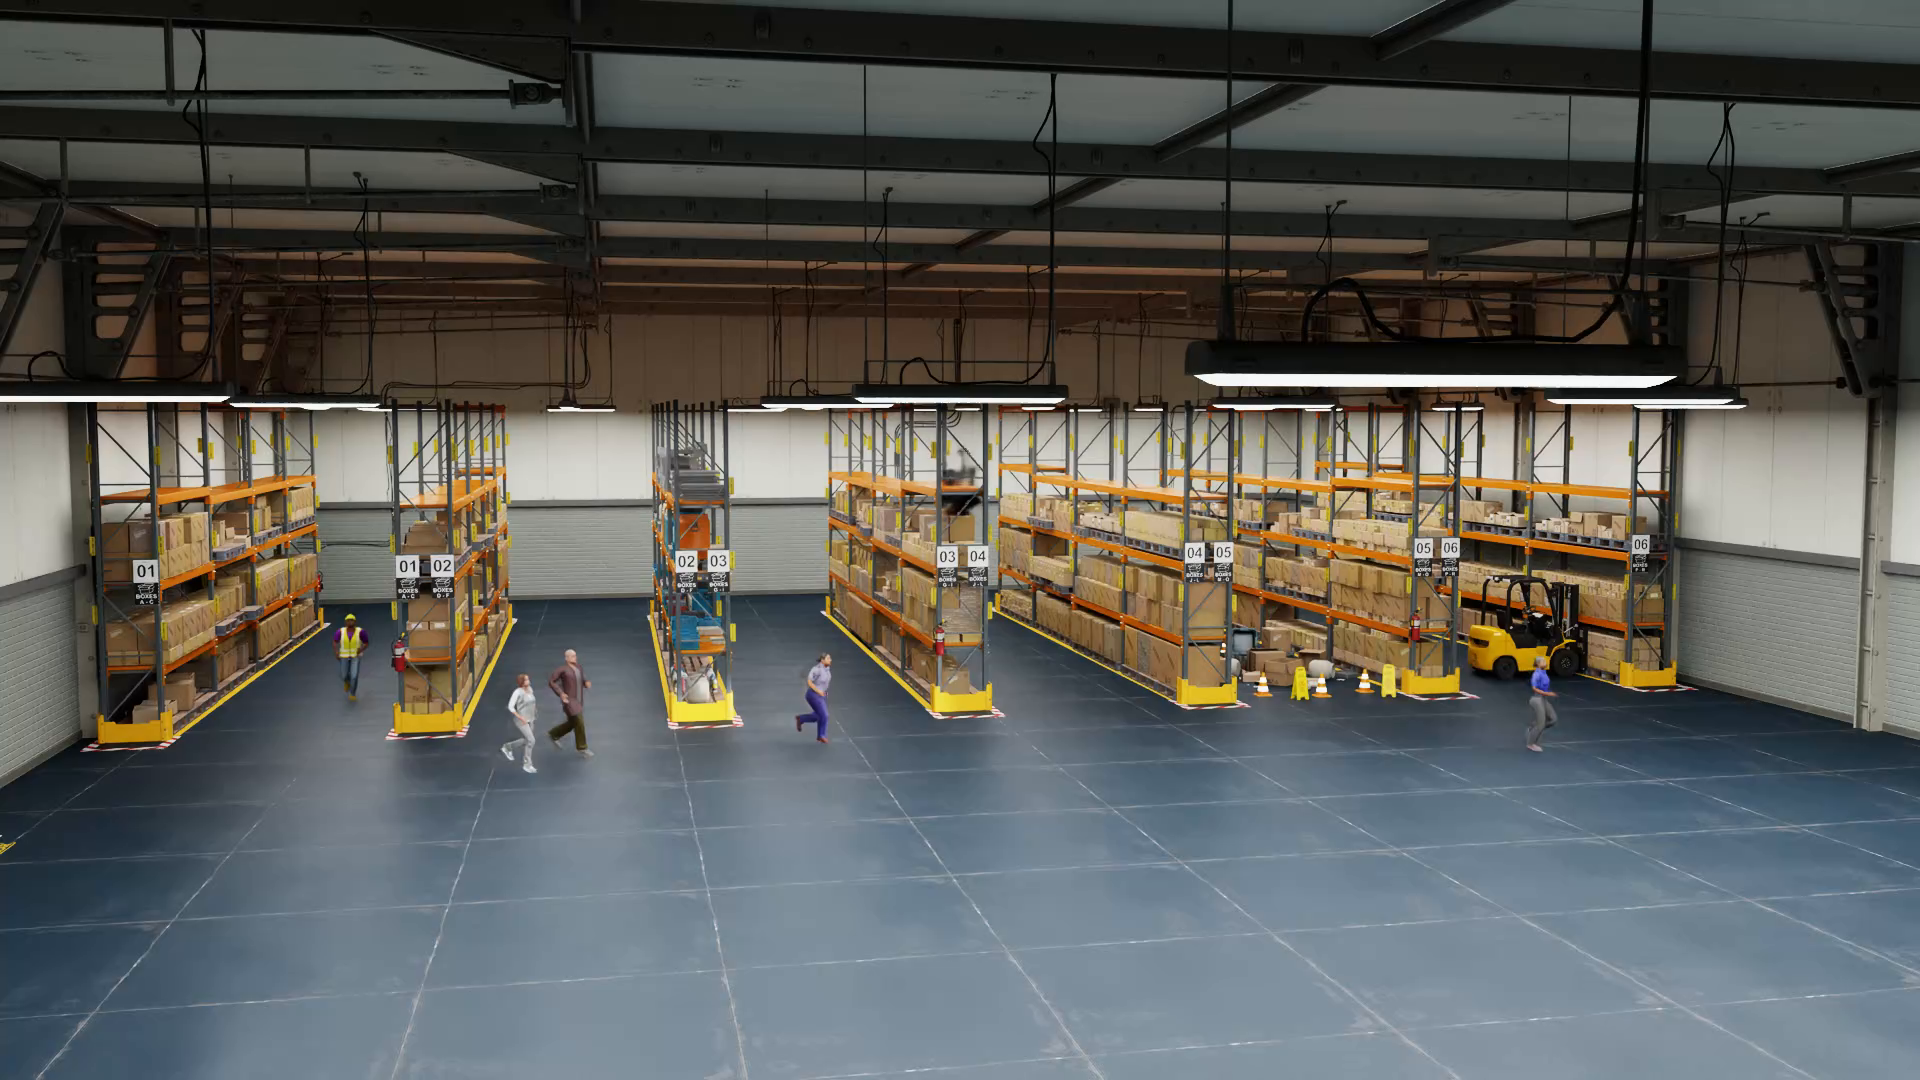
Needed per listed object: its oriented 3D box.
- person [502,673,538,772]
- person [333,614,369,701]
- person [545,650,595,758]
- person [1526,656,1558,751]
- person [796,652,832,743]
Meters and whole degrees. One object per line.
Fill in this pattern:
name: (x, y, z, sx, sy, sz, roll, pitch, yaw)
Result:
person: (-7.085, 2.930, 26.747, 0.659, 1.602, 0.555, 2, 5, 22)
person: (-12.242, 2.351, 33.423, 0.703, 1.724, 0.610, -1, 4, -14)
person: (-6.553, 2.830, 27.986, 0.973, 1.589, 0.693, 2, 5, 21)
person: (9.928, 2.778, 28.323, 0.528, 1.624, 0.624, 3, 5, 34)
person: (-2.573, 2.756, 29.116, 0.709, 1.624, 0.604, 2, 5, 23)
